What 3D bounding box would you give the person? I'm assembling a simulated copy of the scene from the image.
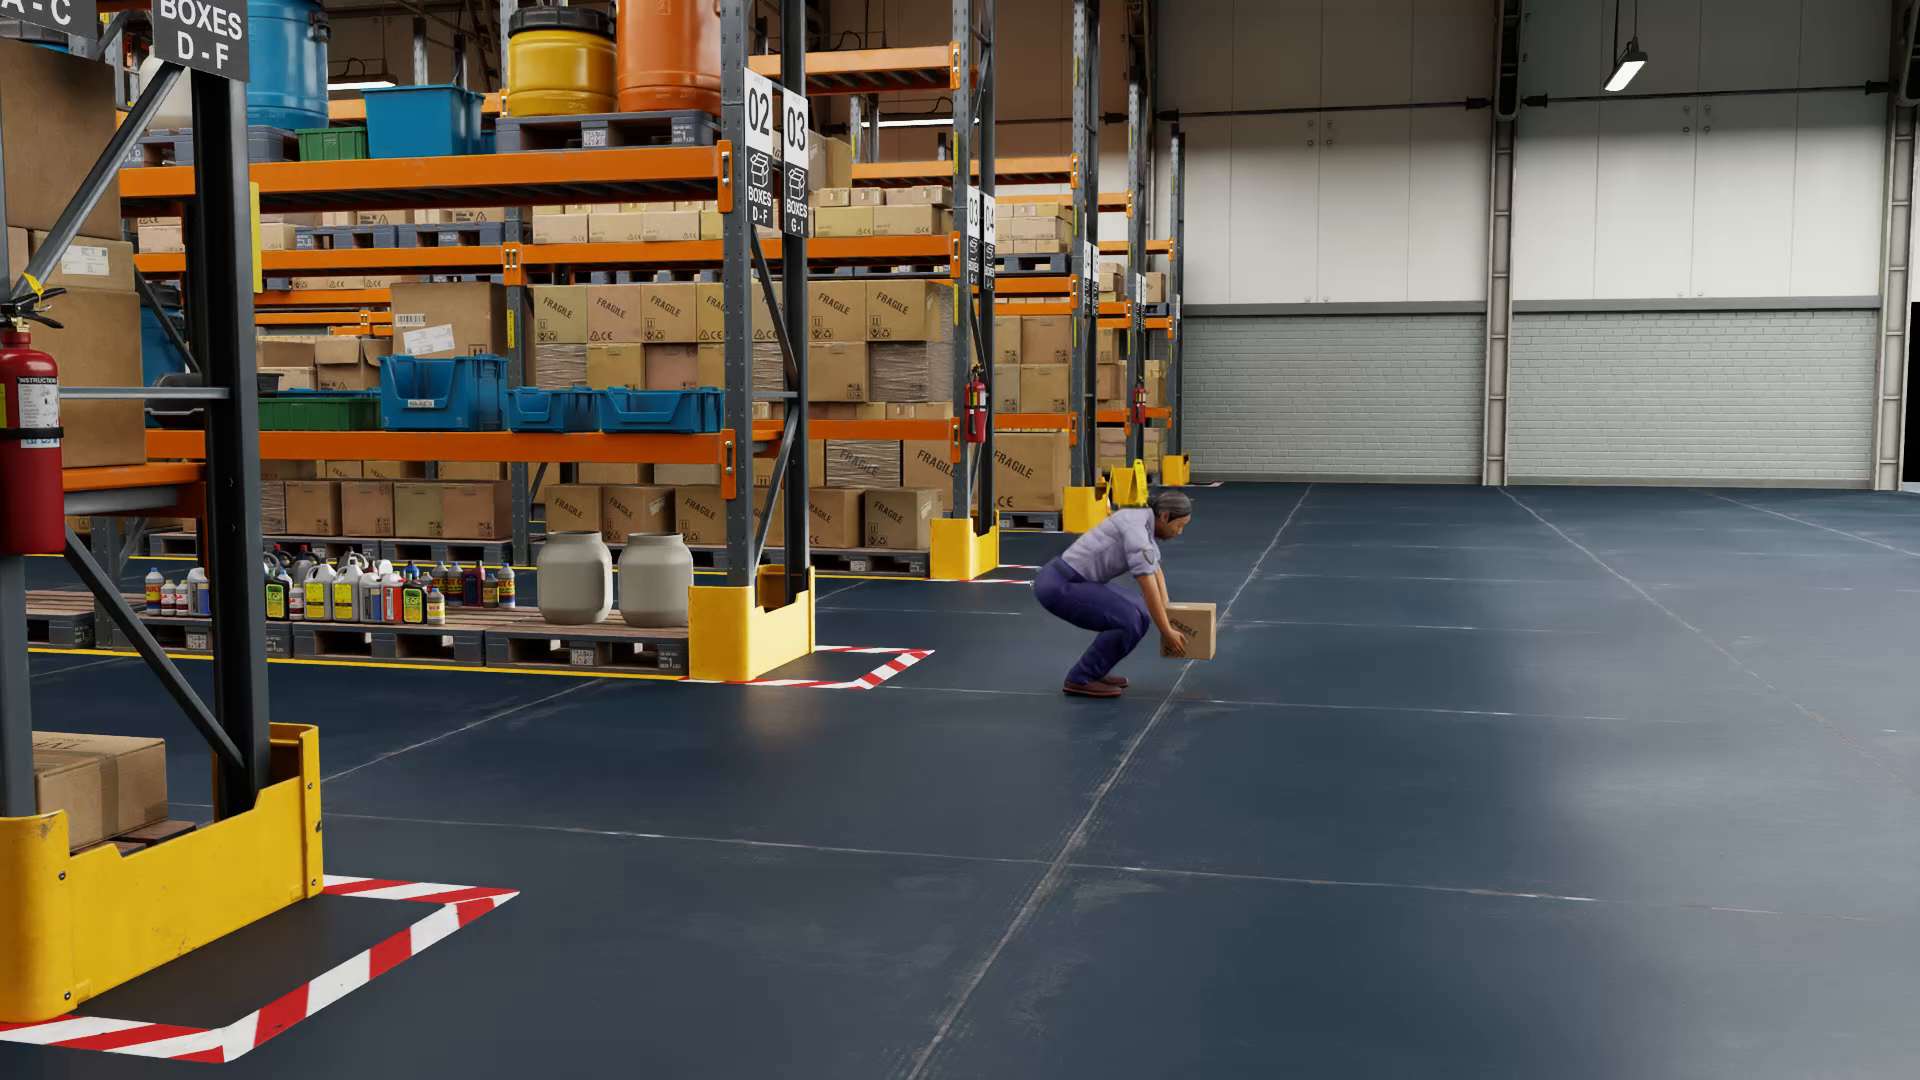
[{"bbox_3d":[0.782,0.261,8.454,0.792,1.033,0.530,1,5,14],"label":"person"}]
